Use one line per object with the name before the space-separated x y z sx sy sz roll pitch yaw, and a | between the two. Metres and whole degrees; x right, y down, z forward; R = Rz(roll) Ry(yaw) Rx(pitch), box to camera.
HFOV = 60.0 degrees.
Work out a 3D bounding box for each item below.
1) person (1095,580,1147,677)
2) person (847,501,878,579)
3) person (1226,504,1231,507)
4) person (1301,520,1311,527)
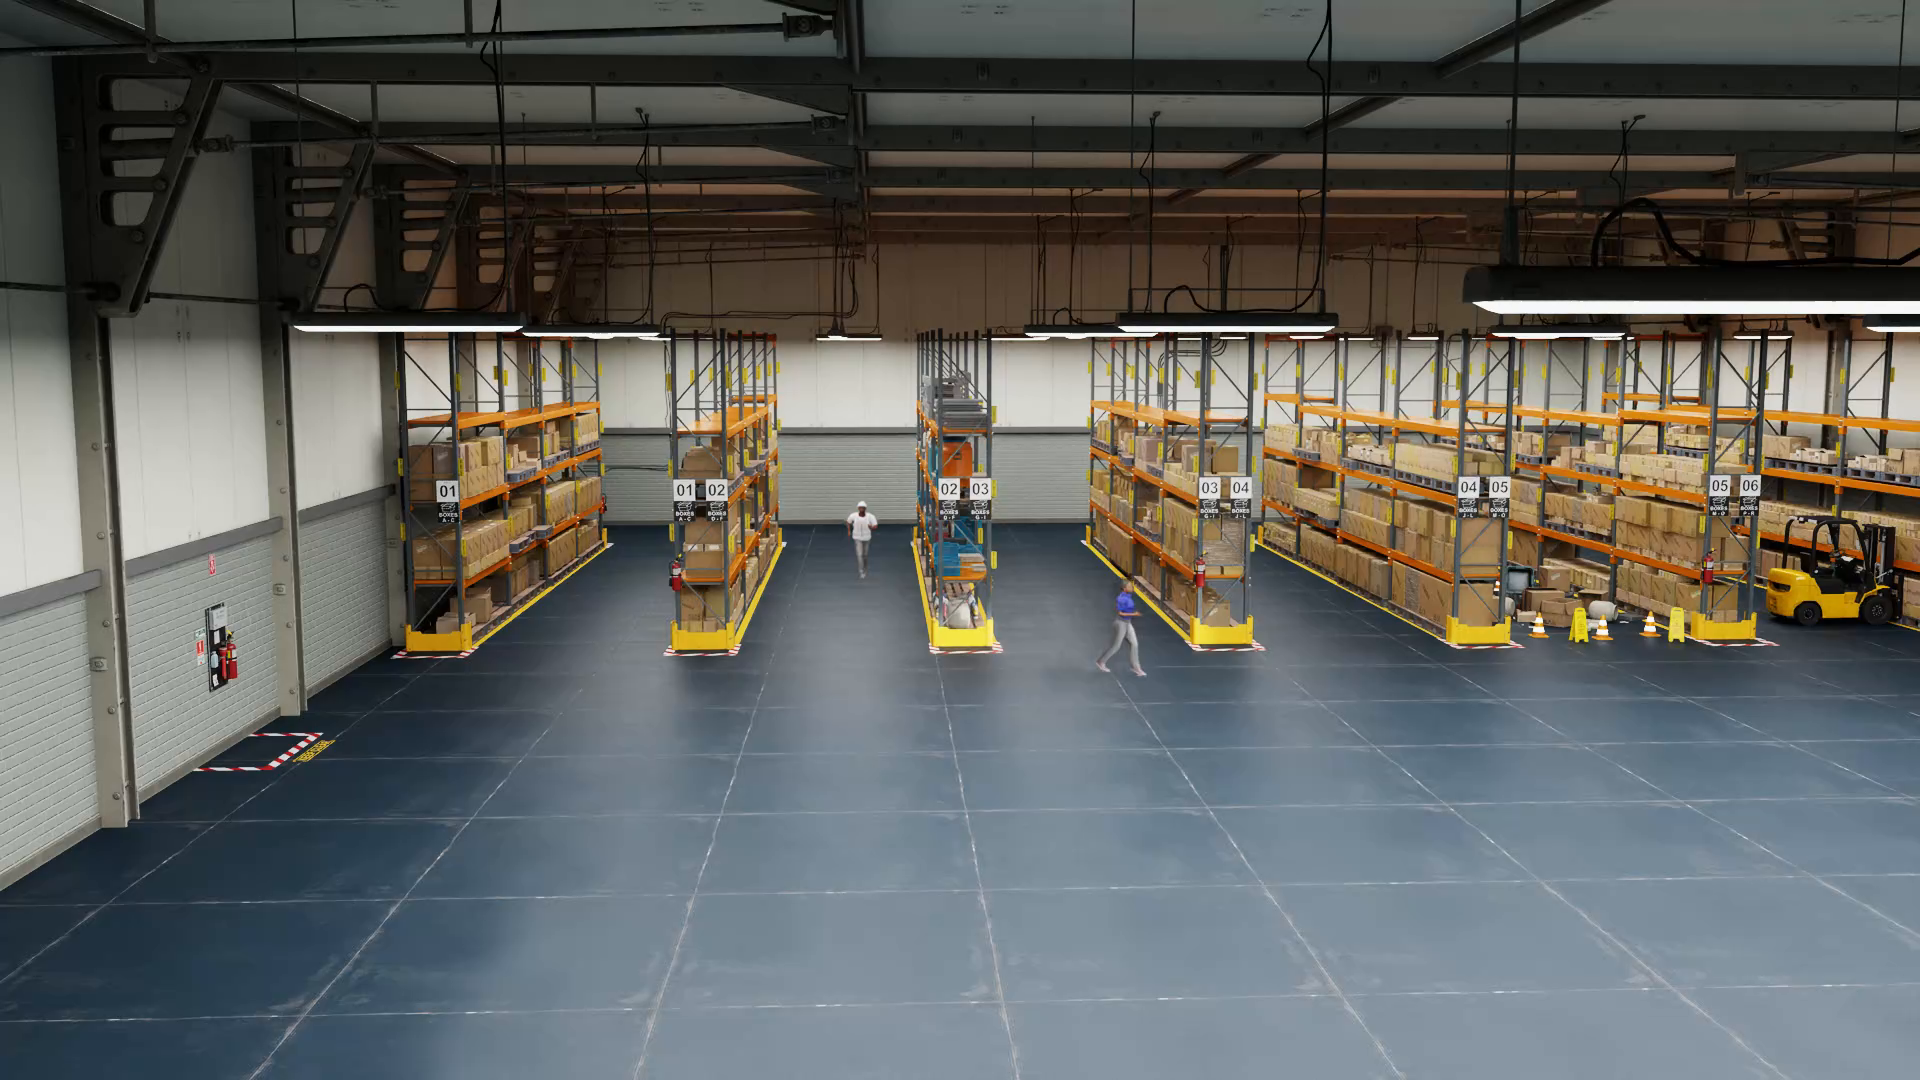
person | 2.784 1.512 28.749 0.899 1.675 0.539 3 8 27
person | -2.260 0.009 38.575 0.701 1.817 0.911 -1 7 -9
person | 7.471 -0.485 45.304 0.638 1.764 0.688 0 7 -1
person | 10.171 -0.865 49.015 0.725 1.625 0.958 -4 8 -33
